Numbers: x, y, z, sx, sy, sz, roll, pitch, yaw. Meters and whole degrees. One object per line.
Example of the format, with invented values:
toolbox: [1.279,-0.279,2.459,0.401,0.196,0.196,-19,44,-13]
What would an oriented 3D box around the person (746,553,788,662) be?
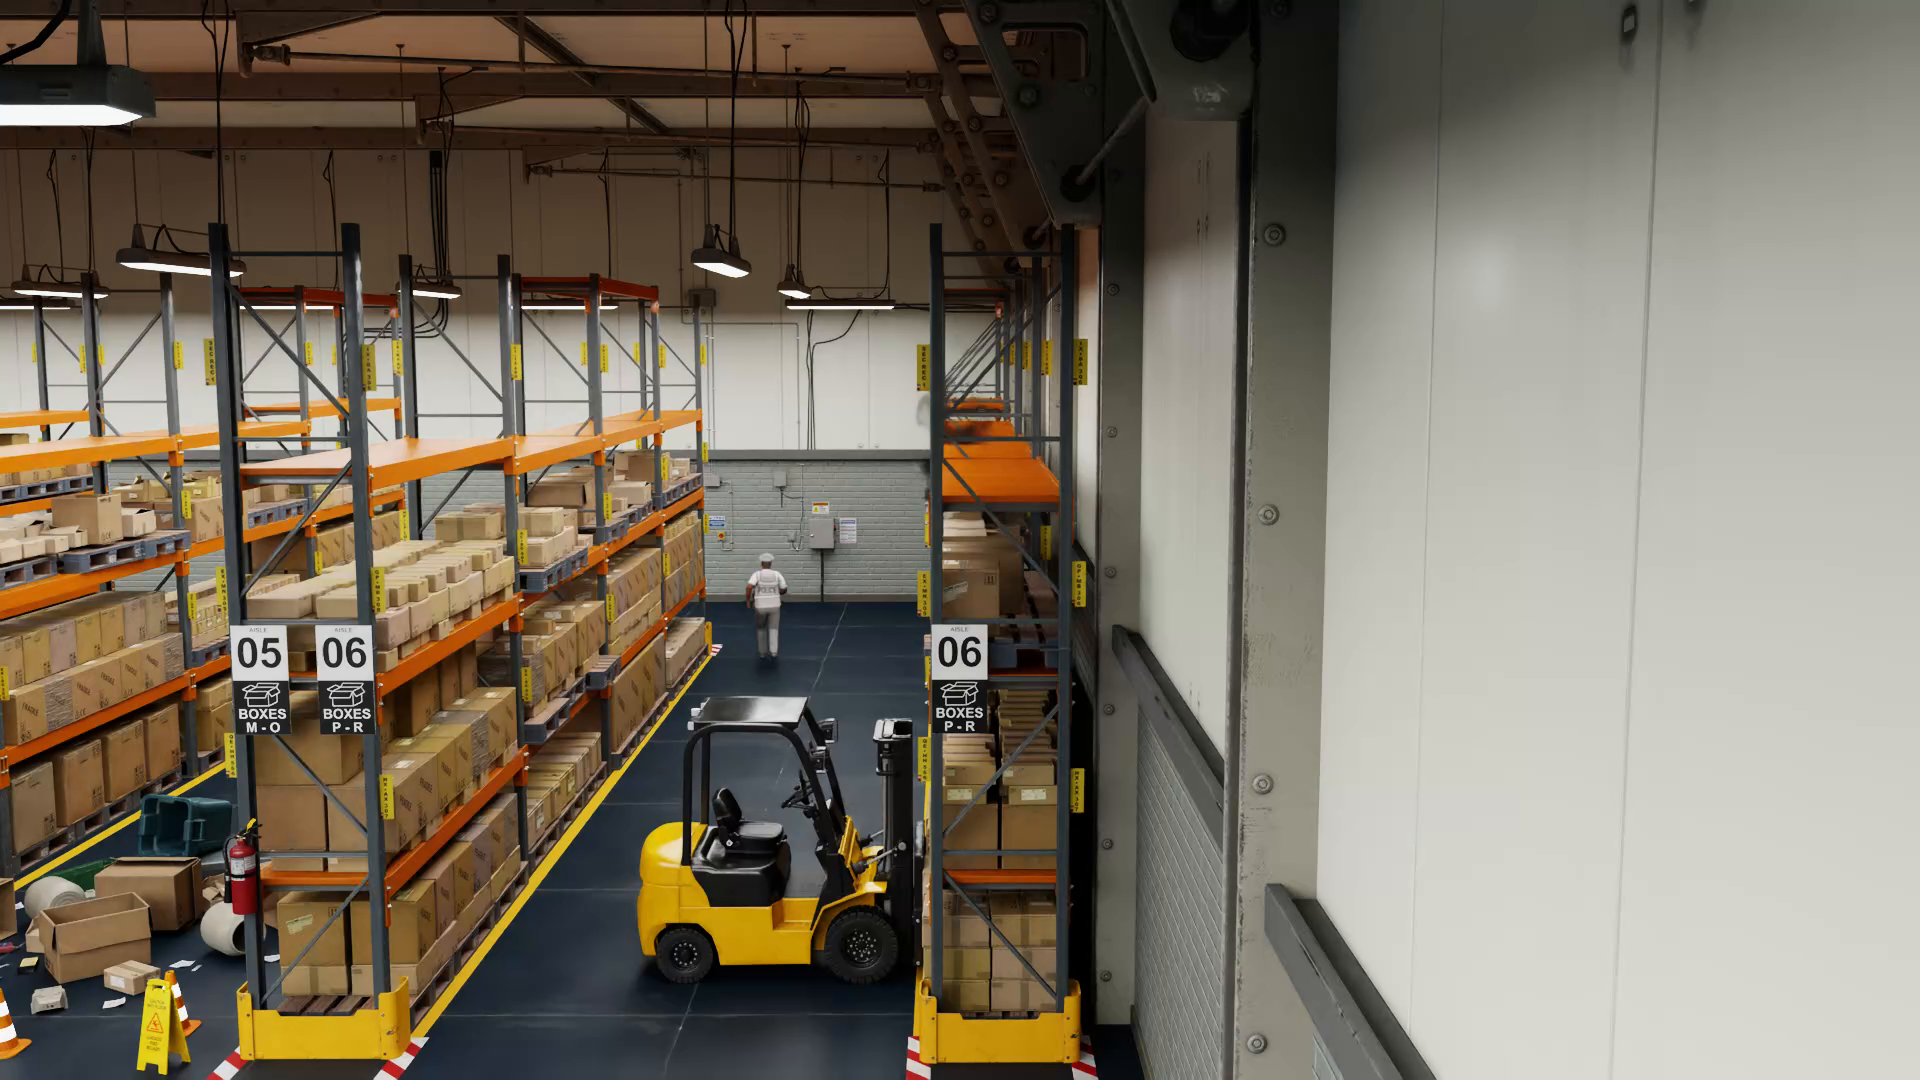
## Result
person: [-3.140,1.137,27.045,0.680,1.831,0.847,-1,7,-7]
